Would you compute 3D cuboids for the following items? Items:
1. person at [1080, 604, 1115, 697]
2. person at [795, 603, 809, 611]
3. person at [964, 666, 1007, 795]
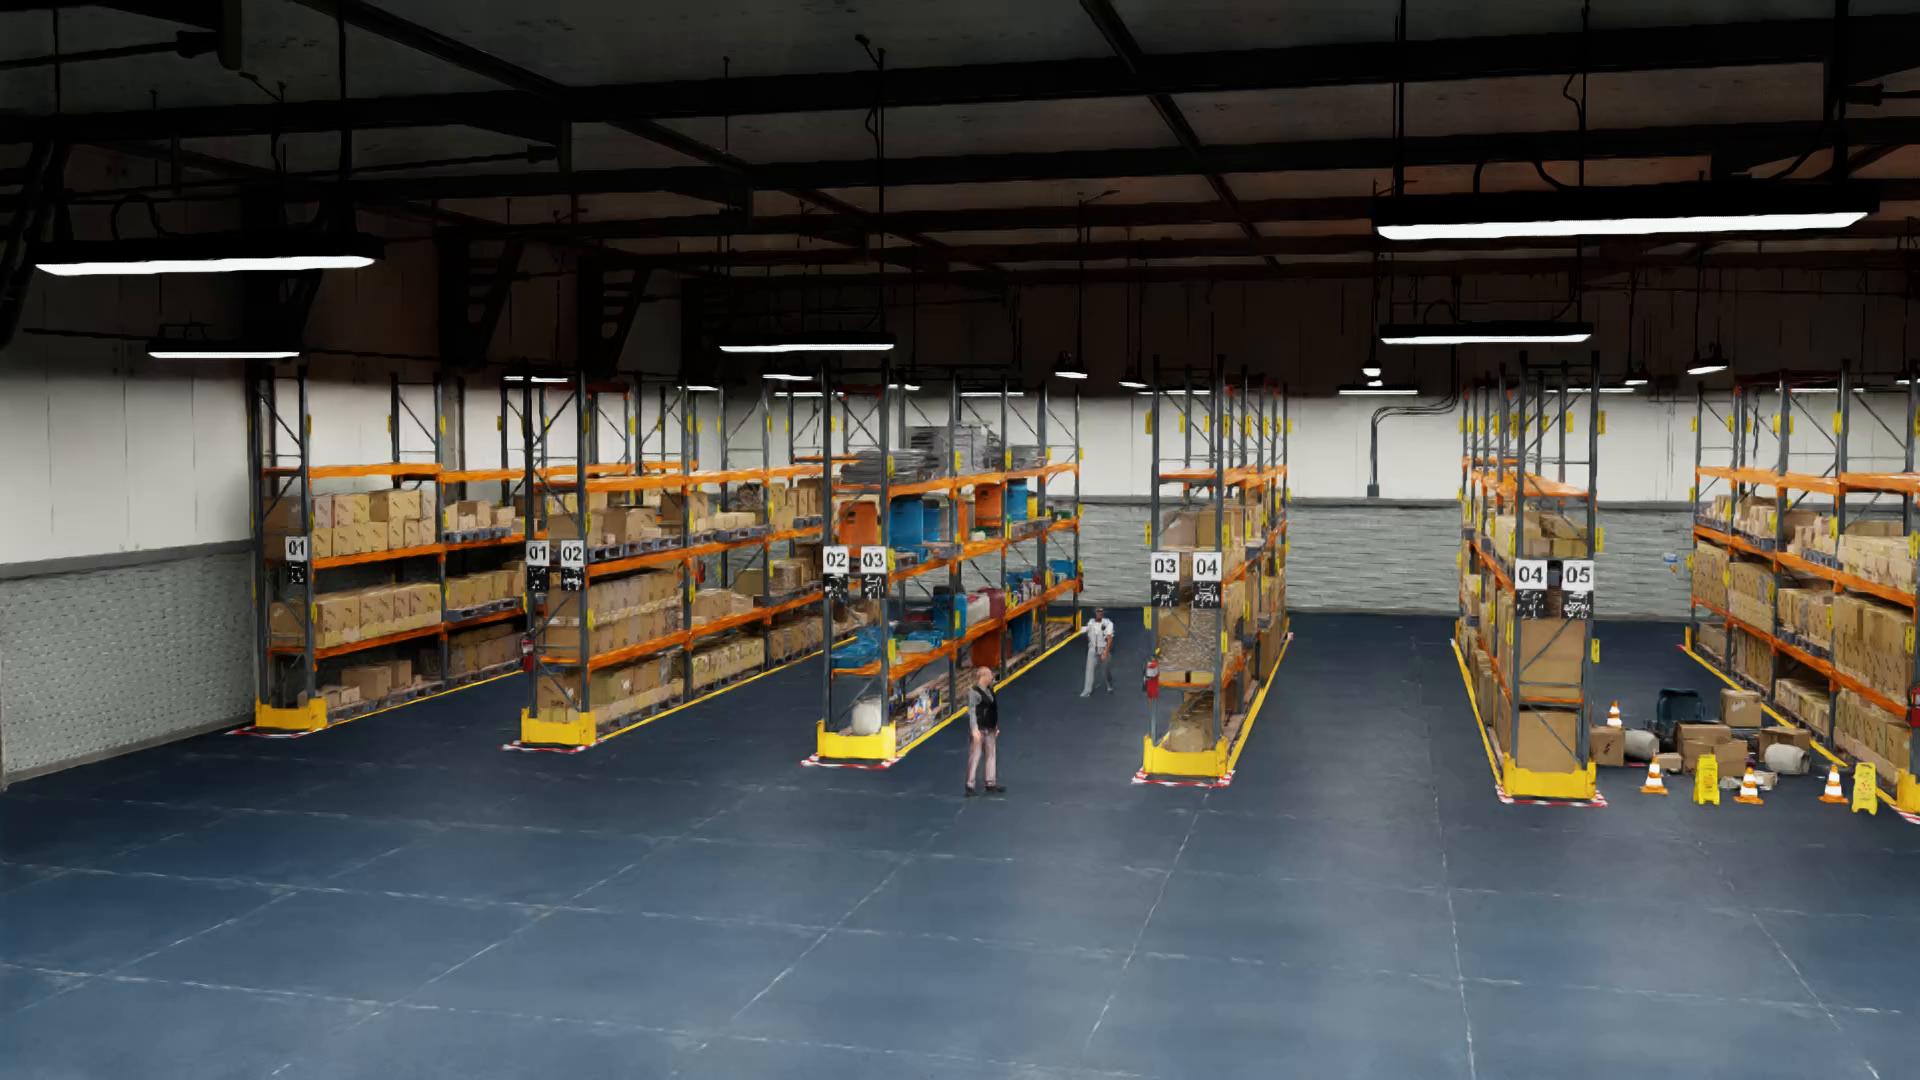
[{"bbox_3d":[2.579,2.020,30.648,0.533,1.707,1.040,2,4,23],"label":"person"},{"bbox_3d":[-4.011,1.154,42.749,0.415,1.769,0.652,2,4,29],"label":"person"},{"bbox_3d":[0.306,2.573,22.556,0.429,1.726,0.615,3,5,37],"label":"person"}]
